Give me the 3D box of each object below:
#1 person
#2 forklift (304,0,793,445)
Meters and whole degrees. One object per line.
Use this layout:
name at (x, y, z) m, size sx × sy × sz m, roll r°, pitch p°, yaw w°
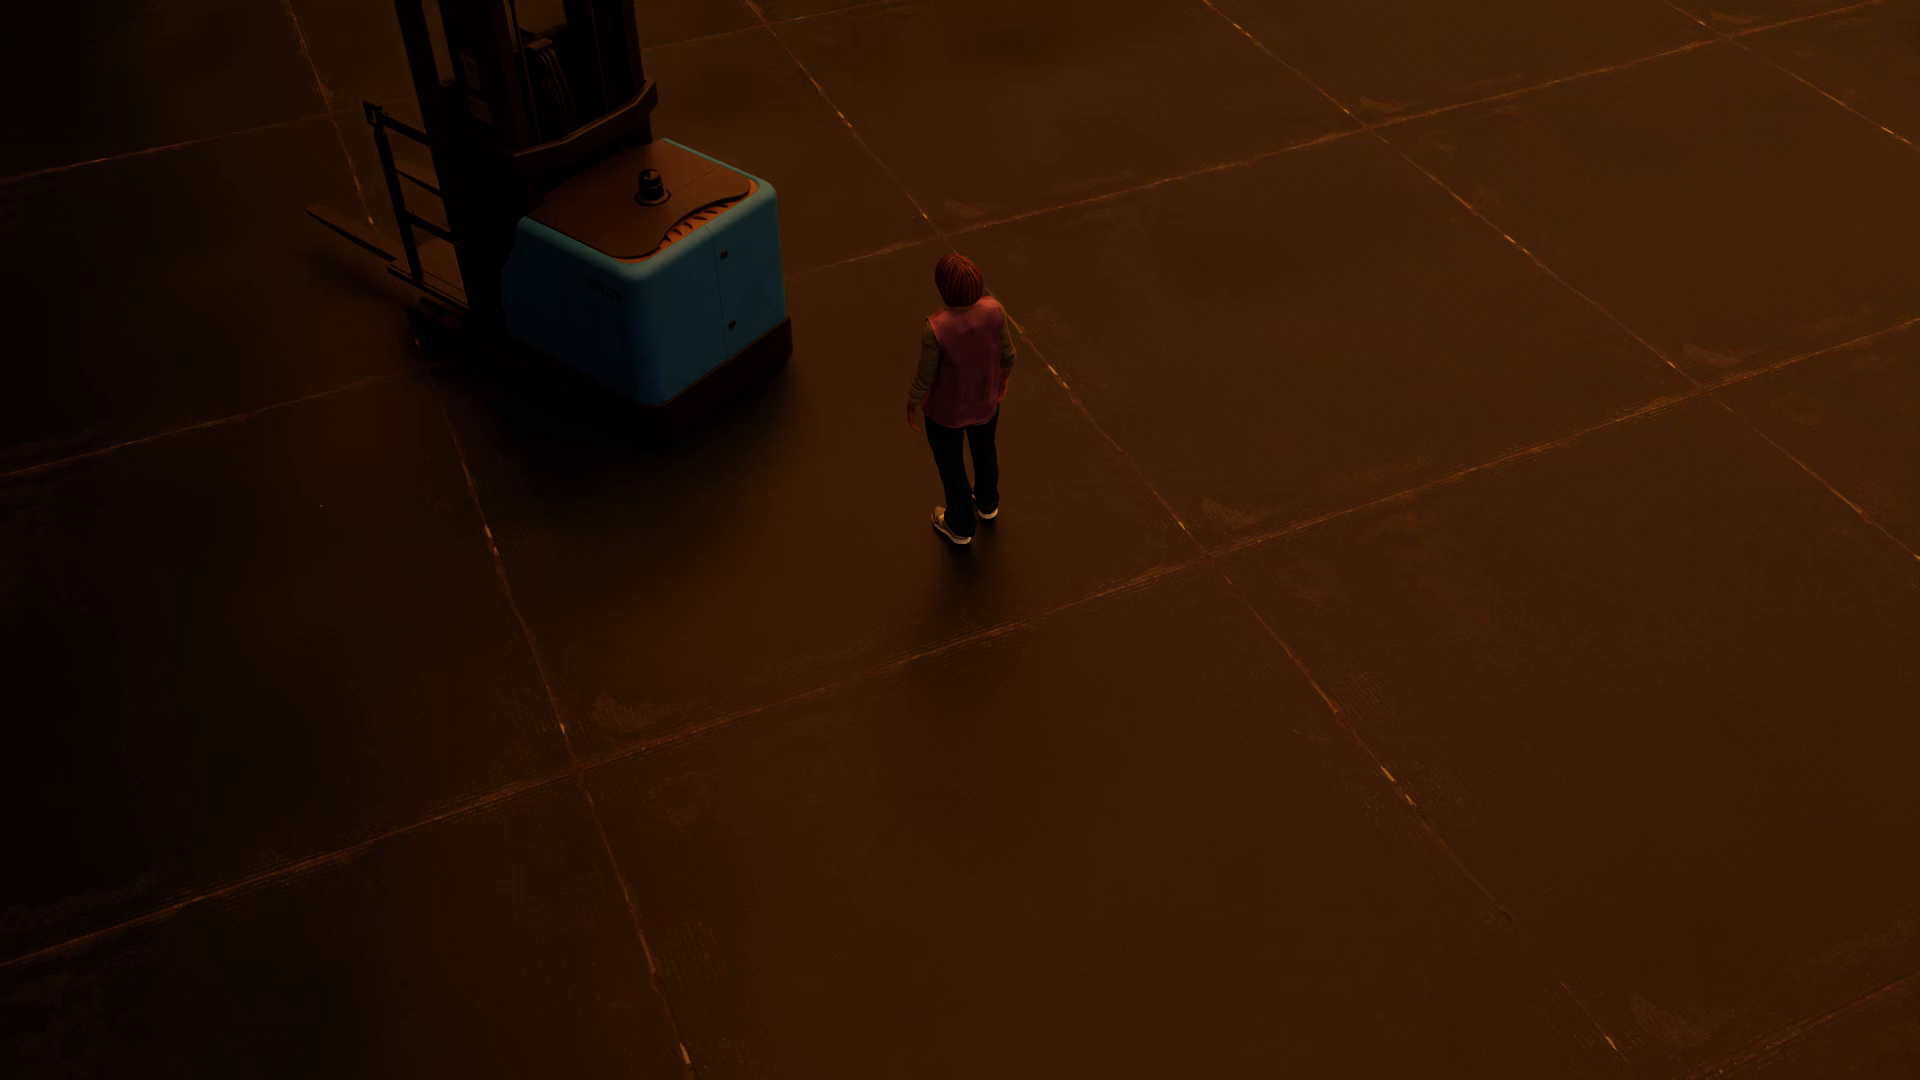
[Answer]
person at (-0.019, -0.639, 7.333) m, size 0.521 × 1.599 × 0.473 m, roll -18°, pitch 46°, yaw -18°
forklift at (-2.362, -2.372, 8.221) m, size 3.031 × 2.935 × 1.130 m, roll 28°, pitch 50°, yaw 26°
